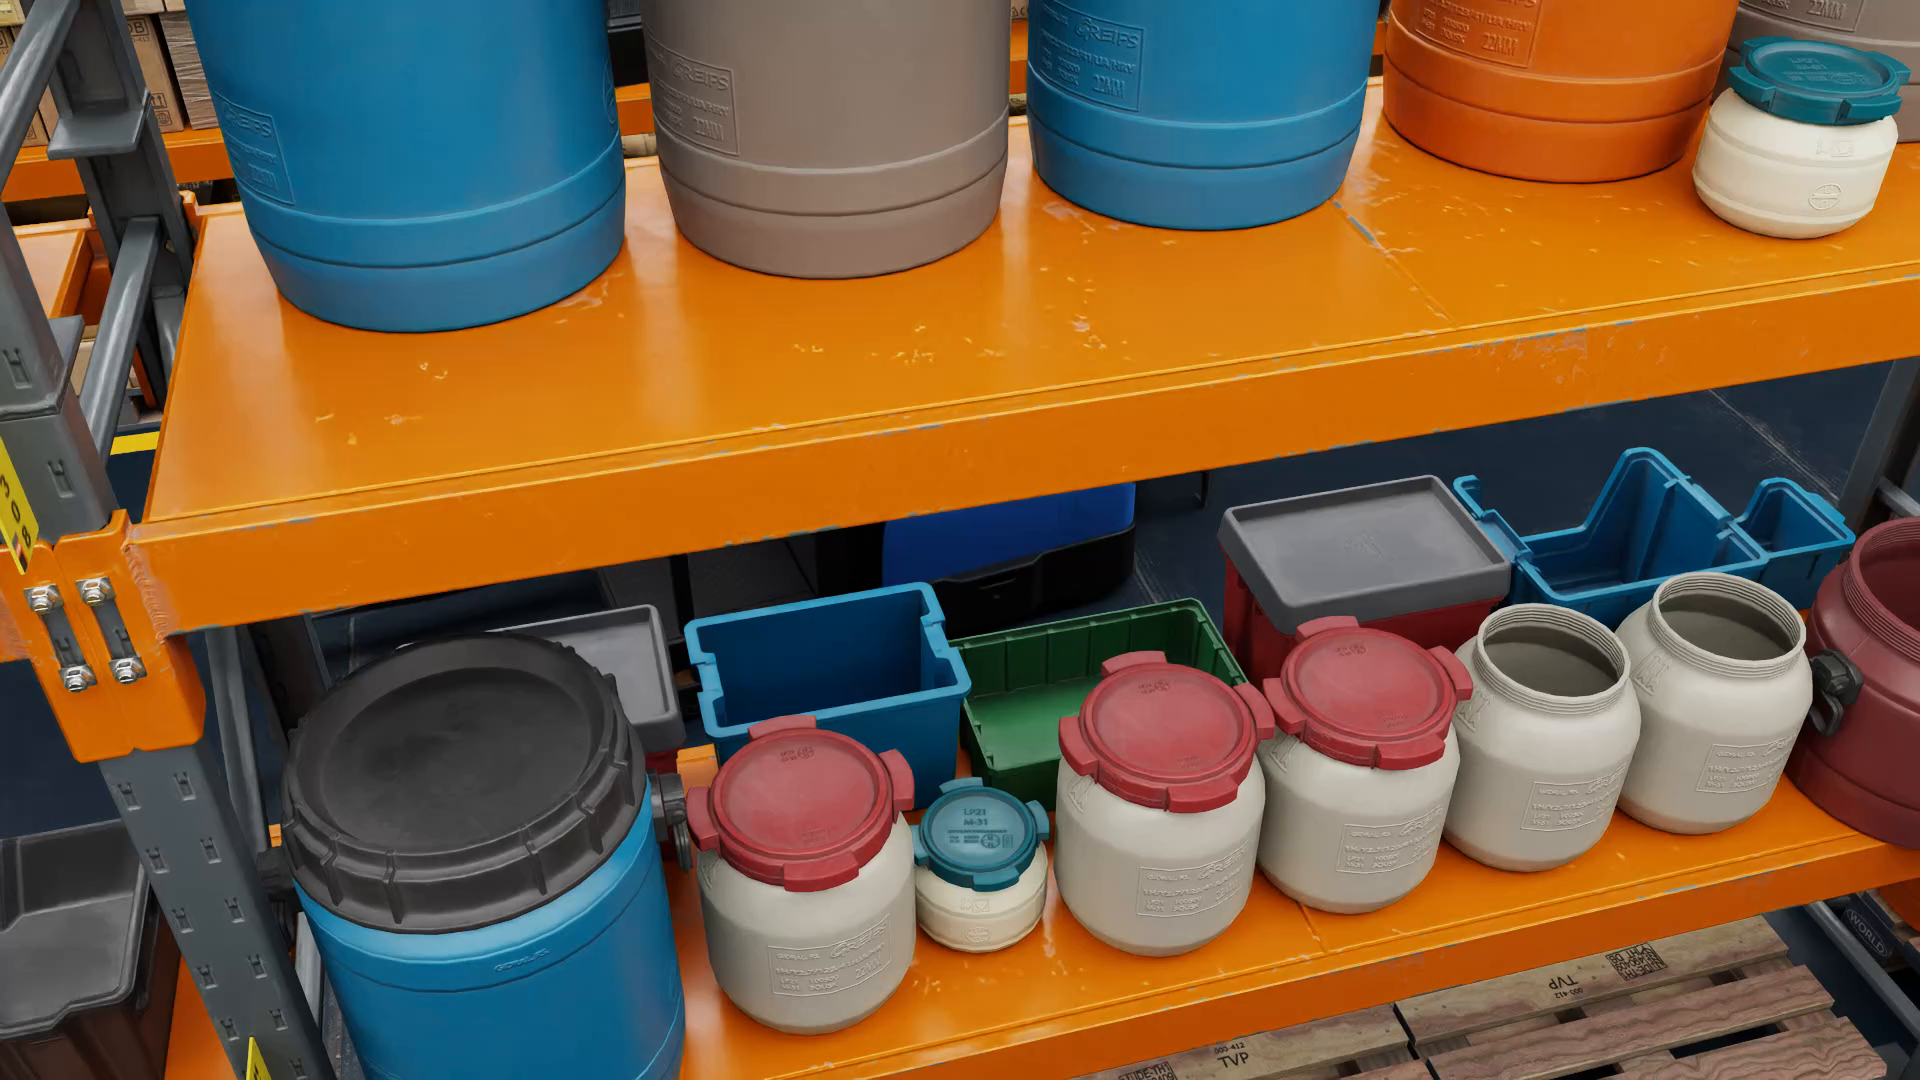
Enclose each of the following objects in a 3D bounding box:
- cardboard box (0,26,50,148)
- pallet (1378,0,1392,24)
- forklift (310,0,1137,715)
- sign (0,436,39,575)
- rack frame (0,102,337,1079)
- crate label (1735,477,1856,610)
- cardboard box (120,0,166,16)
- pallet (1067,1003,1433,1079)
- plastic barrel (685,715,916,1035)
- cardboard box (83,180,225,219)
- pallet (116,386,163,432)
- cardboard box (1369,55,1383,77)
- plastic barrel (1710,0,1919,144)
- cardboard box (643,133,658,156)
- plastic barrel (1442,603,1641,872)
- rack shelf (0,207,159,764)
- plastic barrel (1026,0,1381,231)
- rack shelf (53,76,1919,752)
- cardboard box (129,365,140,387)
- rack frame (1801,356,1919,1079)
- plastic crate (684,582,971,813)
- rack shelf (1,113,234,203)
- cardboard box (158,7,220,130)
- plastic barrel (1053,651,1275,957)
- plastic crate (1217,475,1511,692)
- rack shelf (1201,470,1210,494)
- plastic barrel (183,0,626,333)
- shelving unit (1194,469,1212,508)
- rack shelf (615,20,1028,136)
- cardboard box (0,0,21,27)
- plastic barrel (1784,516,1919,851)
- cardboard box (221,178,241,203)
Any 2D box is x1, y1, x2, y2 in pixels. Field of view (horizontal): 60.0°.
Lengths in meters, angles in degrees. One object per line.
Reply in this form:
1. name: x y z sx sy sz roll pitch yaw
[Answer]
1. cardboard box: -3.988 -1.951 6.750 0.500 0.500 0.700 -9 38 -11
2. pallet: 1.929 -2.856 8.173 1.003 0.211 1.213 -9 38 -12
3. forklift: -0.891 -0.905 5.521 3.031 2.935 1.130 -14 40 -18
4. sign: -1.148 -0.114 1.955 0.005 0.325 0.100 -9 38 -12
5. rack frame: -1.281 0.756 3.293 0.127 3.000 1.000 -9 38 -12
6. crate label: 2.077 0.036 4.372 0.416 0.233 0.303 -9 38 -12
7. cardboard box: -3.267 -2.198 6.538 0.250 0.149 0.380 -10 39 -13
8. pallet: 0.647 1.521 4.588 1.213 0.211 1.003 -9 38 -12
9. plastic barrel: -0.300 0.679 3.281 0.433 0.535 0.433 0 37 0
10. cardboard box: -3.445 -1.249 7.214 0.500 0.500 0.500 -9 38 -12
11. pallet: -3.347 -0.941 7.806 1.213 0.211 1.003 -9 38 -12
12. cardboard box: 2.188 -2.561 8.707 0.500 0.250 0.500 -8 38 -10
13. plastic barrel: 1.732 -1.265 3.054 0.600 0.901 0.600 0 37 0
14. cardboard box: -1.269 -1.843 8.147 0.500 0.311 0.500 -9 38 -12
15. plastic barrel: 1.237 0.433 3.623 0.421 0.512 0.421 0 37 0
16. rack shelf: -3.211 0.167 2.186 4.000 0.370 1.077 -9 38 -12
17. plastic barrel: 0.417 -1.050 2.772 0.708 0.901 0.600 -9 38 -12
18. rack shelf: 0.650 -0.466 3.014 4.000 0.370 1.077 -9 38 -12
19. cardboard box: -3.444 -0.950 7.440 0.500 0.250 0.500 -9 38 -12
20. rack frame: 2.581 0.122 4.121 0.127 3.000 1.000 -9 38 -12
21. plastic crate: -0.297 0.405 3.765 0.575 0.384 0.392 -9 38 -12
22. rack shelf: -4.499 -1.547 6.896 4.000 0.370 1.077 -9 38 -12
23. cardboard box: -2.995 -2.116 6.965 0.500 0.500 0.700 -10 39 -13
24. plastic barrel: 0.408 0.563 3.433 0.433 0.535 0.433 0 37 0
25. plastic crate: 0.941 0.174 4.002 0.583 0.464 0.402 -9 38 -12
26. rack shelf: 0.723 -0.458 6.795 0.480 0.518 0.431 -14 40 -18
27. plastic barrel: -0.846 -0.842 2.501 0.708 0.901 0.600 -9 38 -12
28. shelving unit: 0.723 -1.024 6.361 0.503 2.100 0.431 -14 40 -18
29. rack shelf: -0.638 -2.181 7.724 4.000 0.370 1.077 -9 38 -12
30. cardboard box: -3.758 -2.118 6.434 0.250 0.149 0.380 -9 38 -12
31. plastic barrel: 2.212 0.320 3.751 0.708 0.536 0.600 -9 38 -12
32. cardboard box: -3.098 -1.633 7.716 0.500 0.500 0.500 -9 38 -12
